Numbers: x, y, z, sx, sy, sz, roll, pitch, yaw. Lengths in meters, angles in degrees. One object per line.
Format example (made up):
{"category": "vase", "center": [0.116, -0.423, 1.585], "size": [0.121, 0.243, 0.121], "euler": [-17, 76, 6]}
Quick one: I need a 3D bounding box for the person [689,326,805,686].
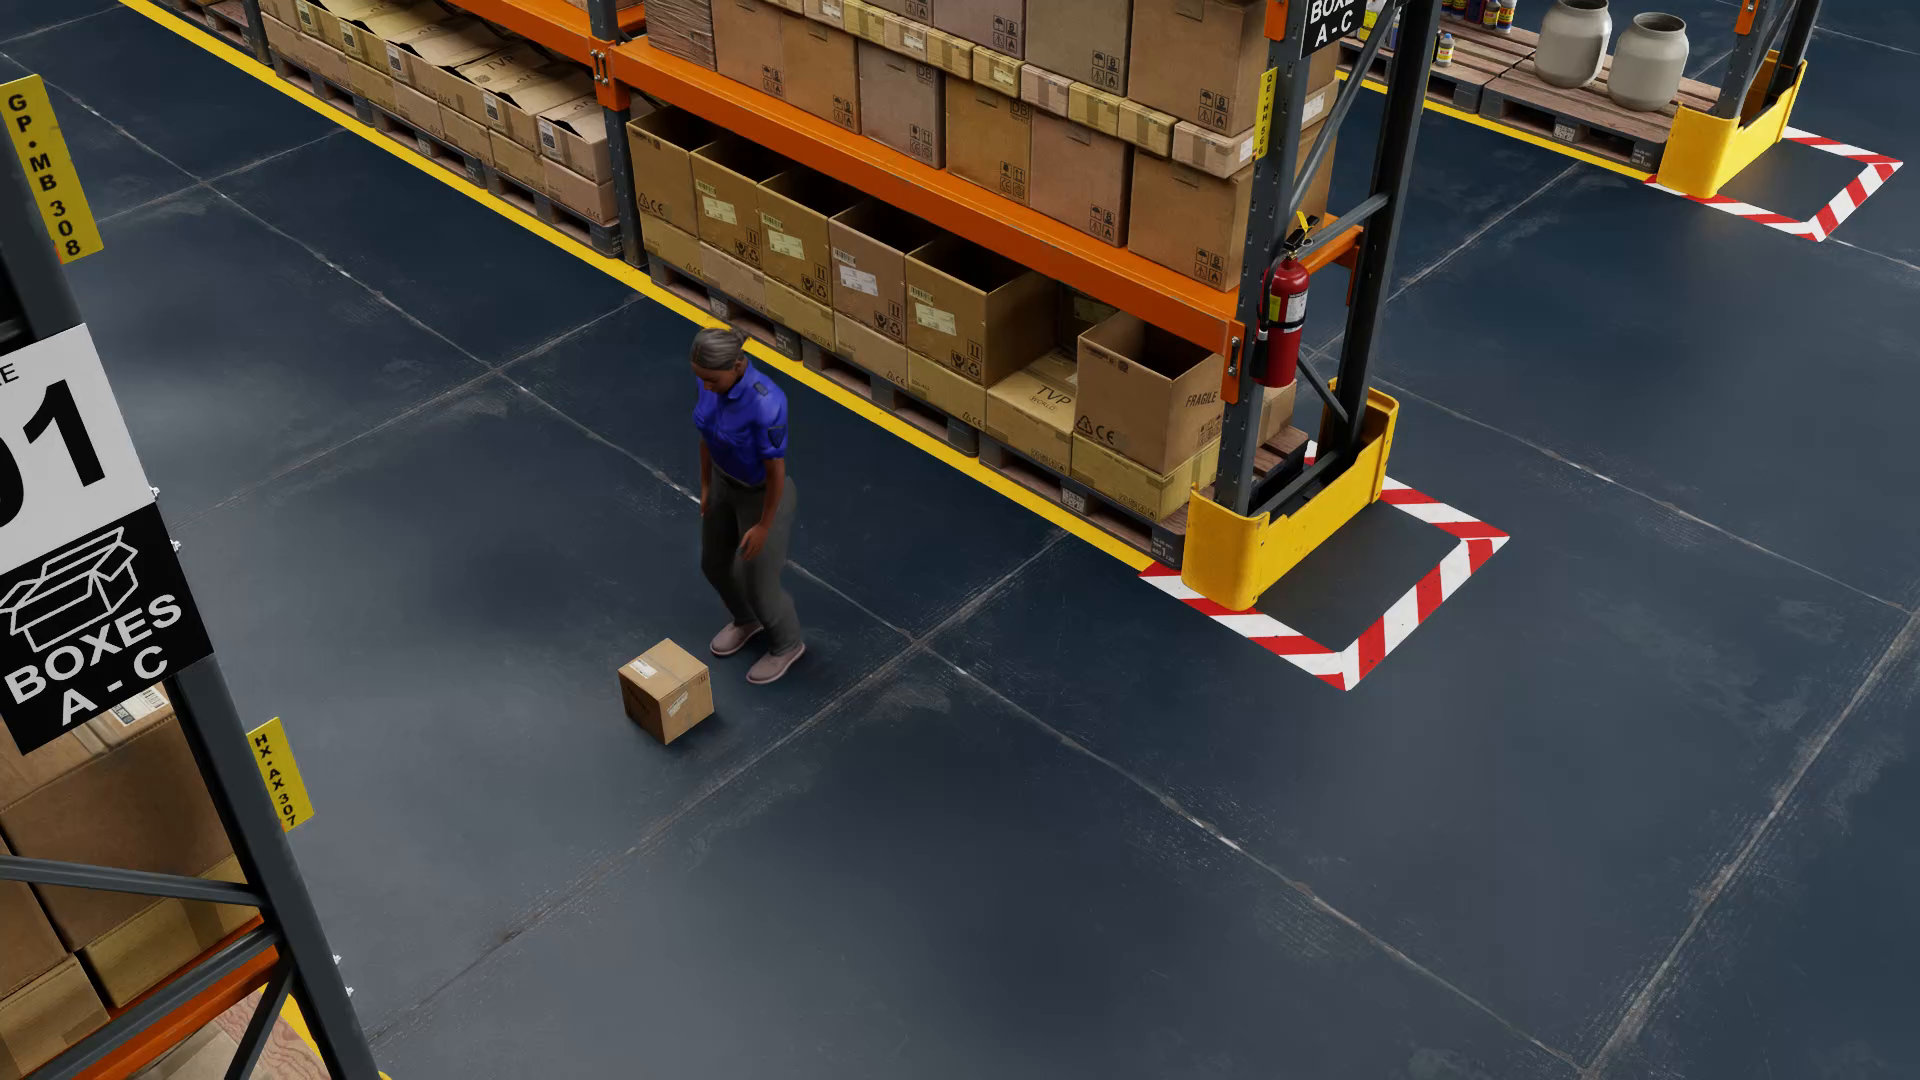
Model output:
{"category": "person", "center": [-0.810, -0.146, 6.377], "size": [0.453, 1.618, 0.361], "euler": [31, 49, 32]}
